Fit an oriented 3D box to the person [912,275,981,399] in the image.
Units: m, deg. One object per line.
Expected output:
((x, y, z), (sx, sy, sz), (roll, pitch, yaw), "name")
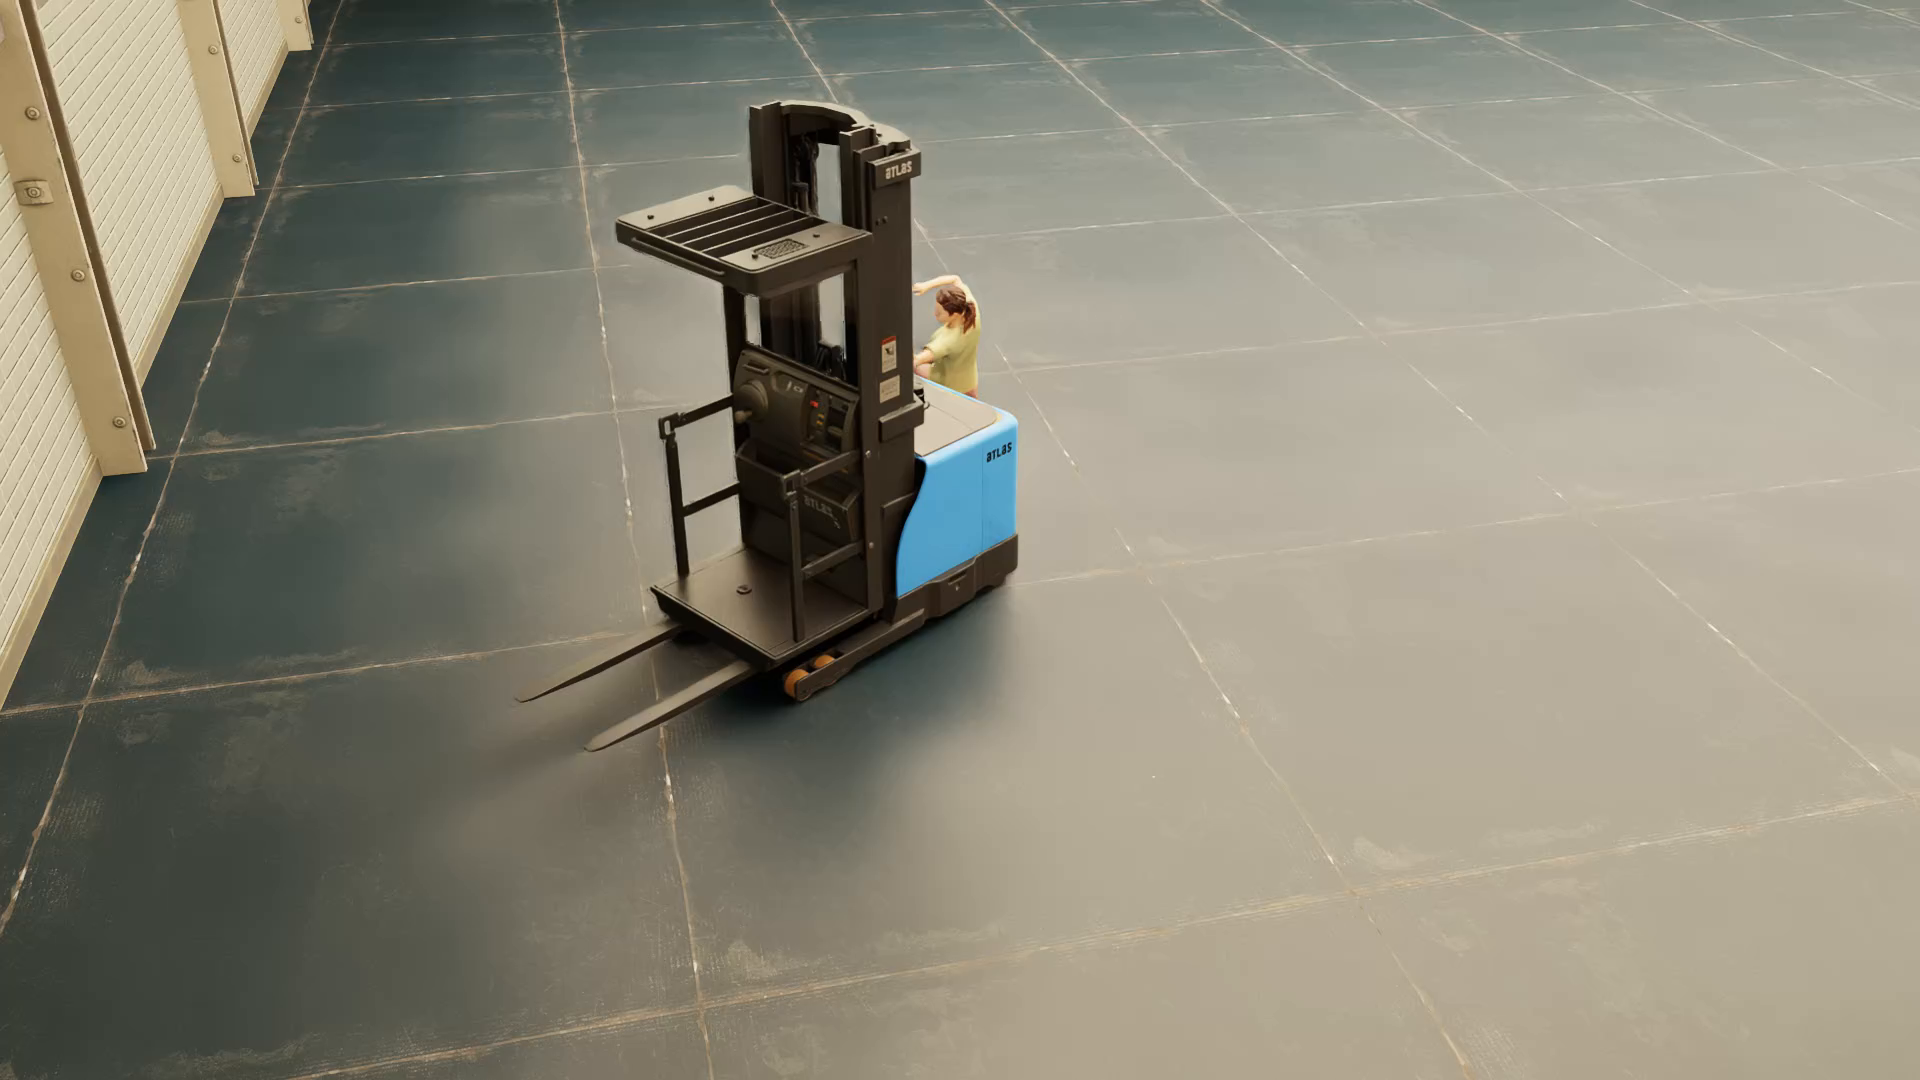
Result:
((-0.312, -1.056, 10.952), (0.919, 1.382, 0.903), (-13, 32, -21), "person")

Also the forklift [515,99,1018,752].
((-1.031, -0.690, 8.766), (1.130, 2.935, 3.031), (26, 39, 37), "forklift")
